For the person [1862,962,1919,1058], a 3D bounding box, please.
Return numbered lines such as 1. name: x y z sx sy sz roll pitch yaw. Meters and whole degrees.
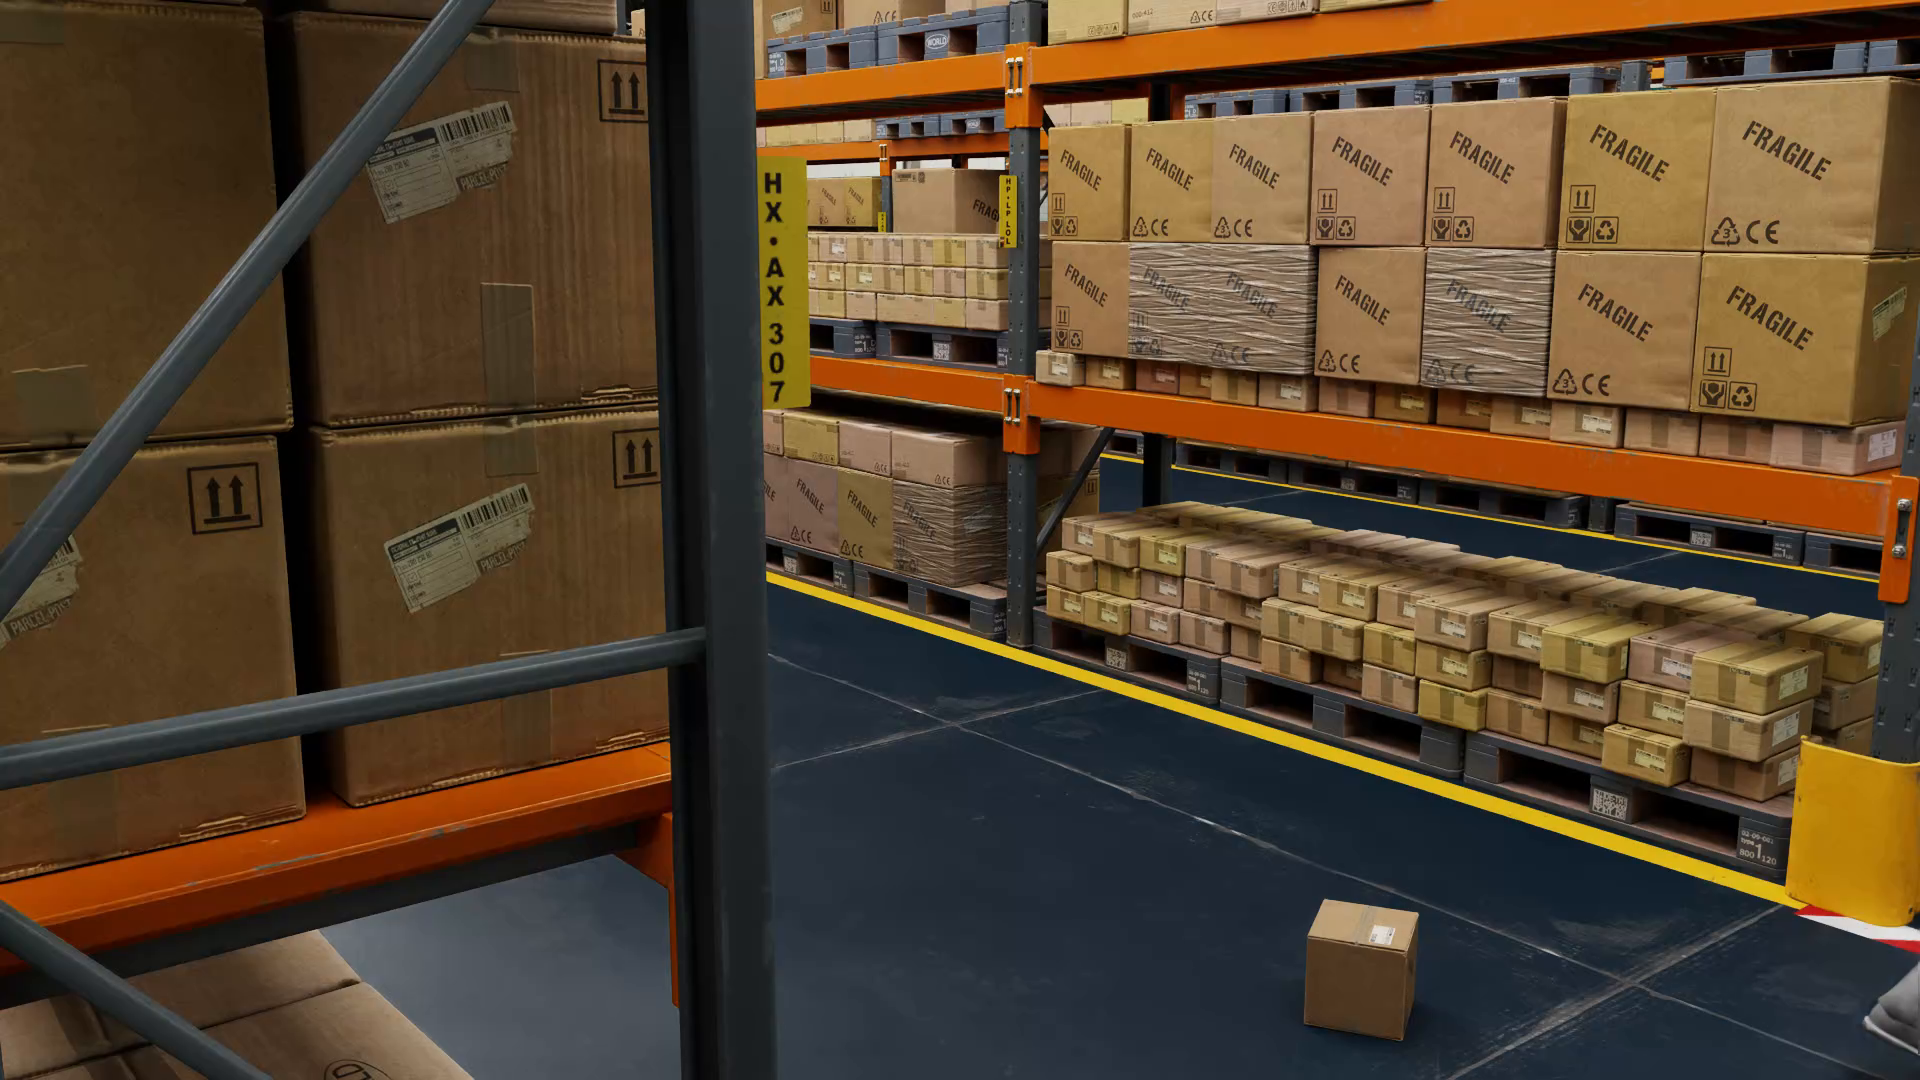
1. person: 2.718 0.548 3.712 1.063 1.595 0.543 1 11 8
